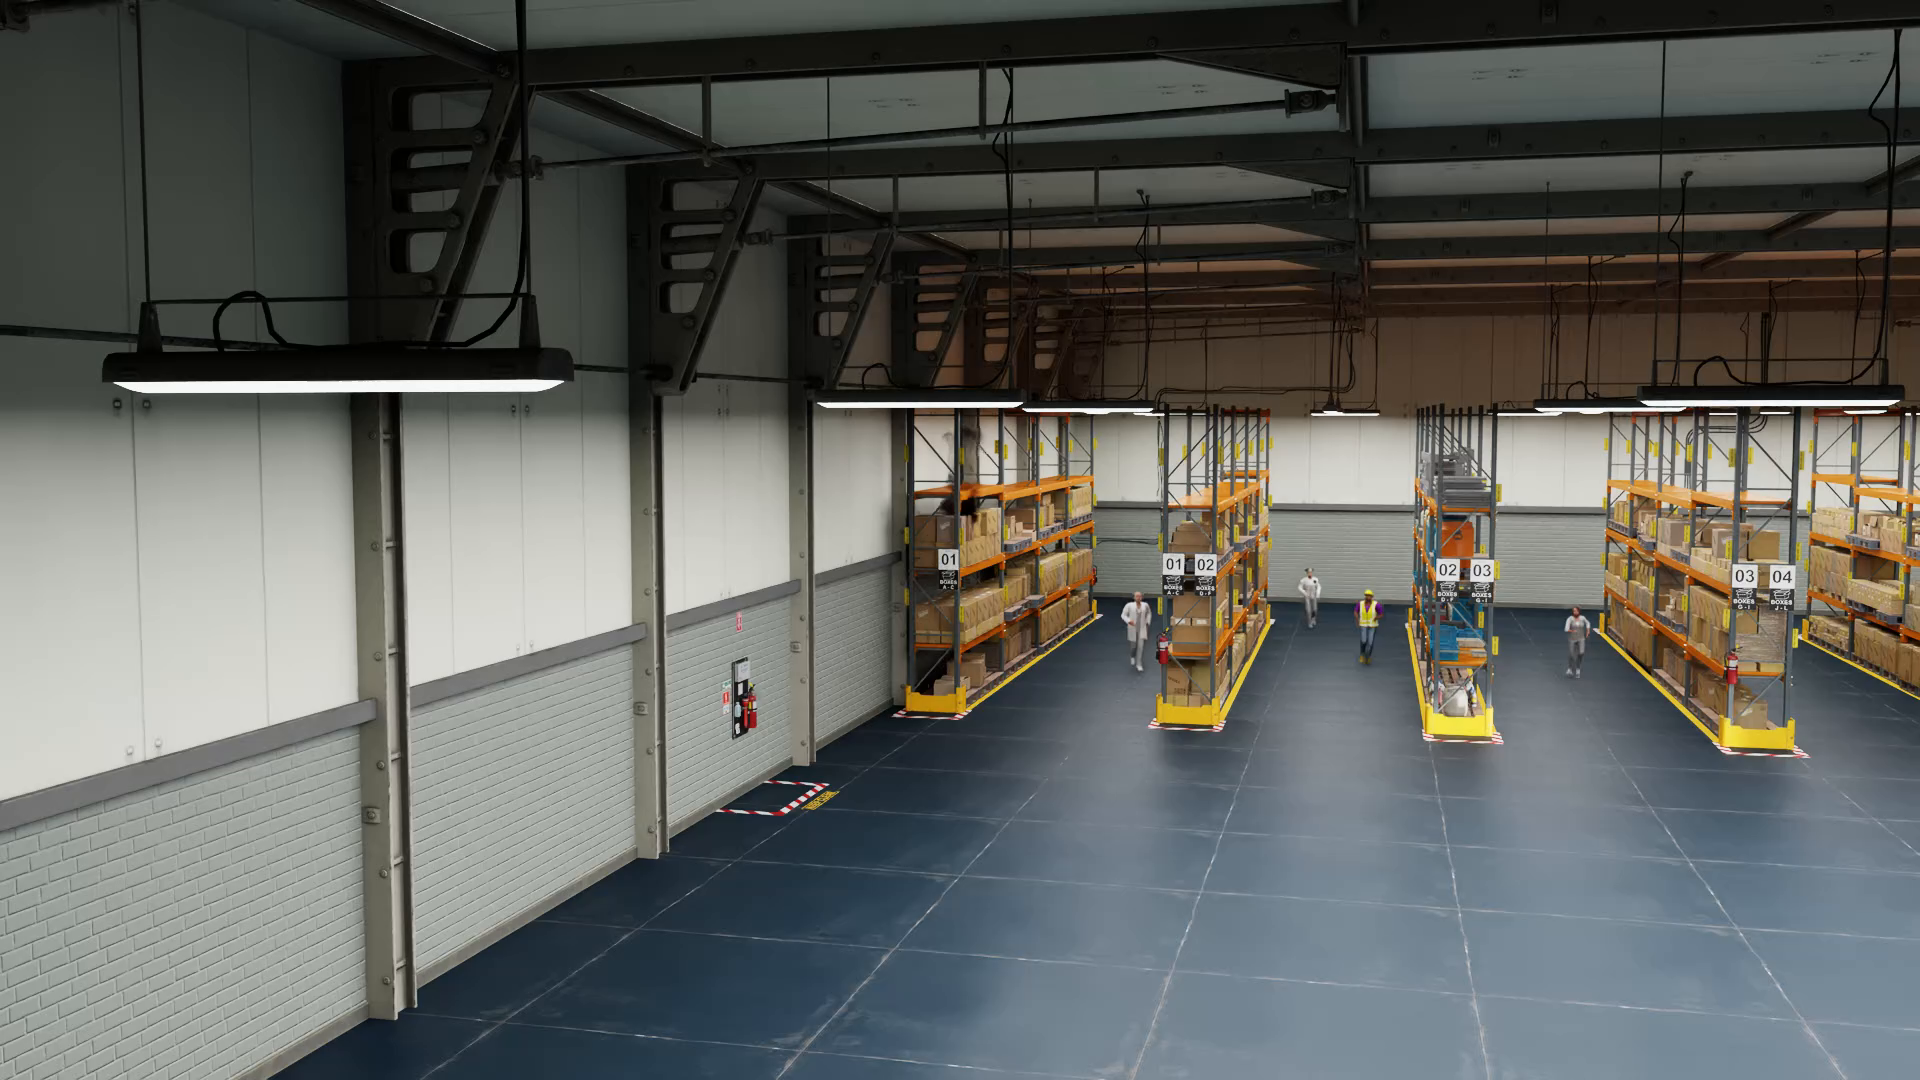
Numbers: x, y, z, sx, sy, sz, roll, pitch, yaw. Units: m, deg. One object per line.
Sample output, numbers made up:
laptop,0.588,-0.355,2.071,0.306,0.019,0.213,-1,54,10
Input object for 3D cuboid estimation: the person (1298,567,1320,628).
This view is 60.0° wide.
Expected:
person,9.594,1.580,45.612,0.622,1.659,0.538,0,4,4

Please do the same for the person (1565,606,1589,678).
person,13.630,2.245,36.740,0.545,1.589,0.813,1,4,14

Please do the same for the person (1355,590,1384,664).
person,9.515,2.033,38.722,0.670,1.753,0.664,1,4,17

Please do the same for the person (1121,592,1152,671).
person,4.050,2.075,38.089,0.713,1.766,0.955,0,4,-1
